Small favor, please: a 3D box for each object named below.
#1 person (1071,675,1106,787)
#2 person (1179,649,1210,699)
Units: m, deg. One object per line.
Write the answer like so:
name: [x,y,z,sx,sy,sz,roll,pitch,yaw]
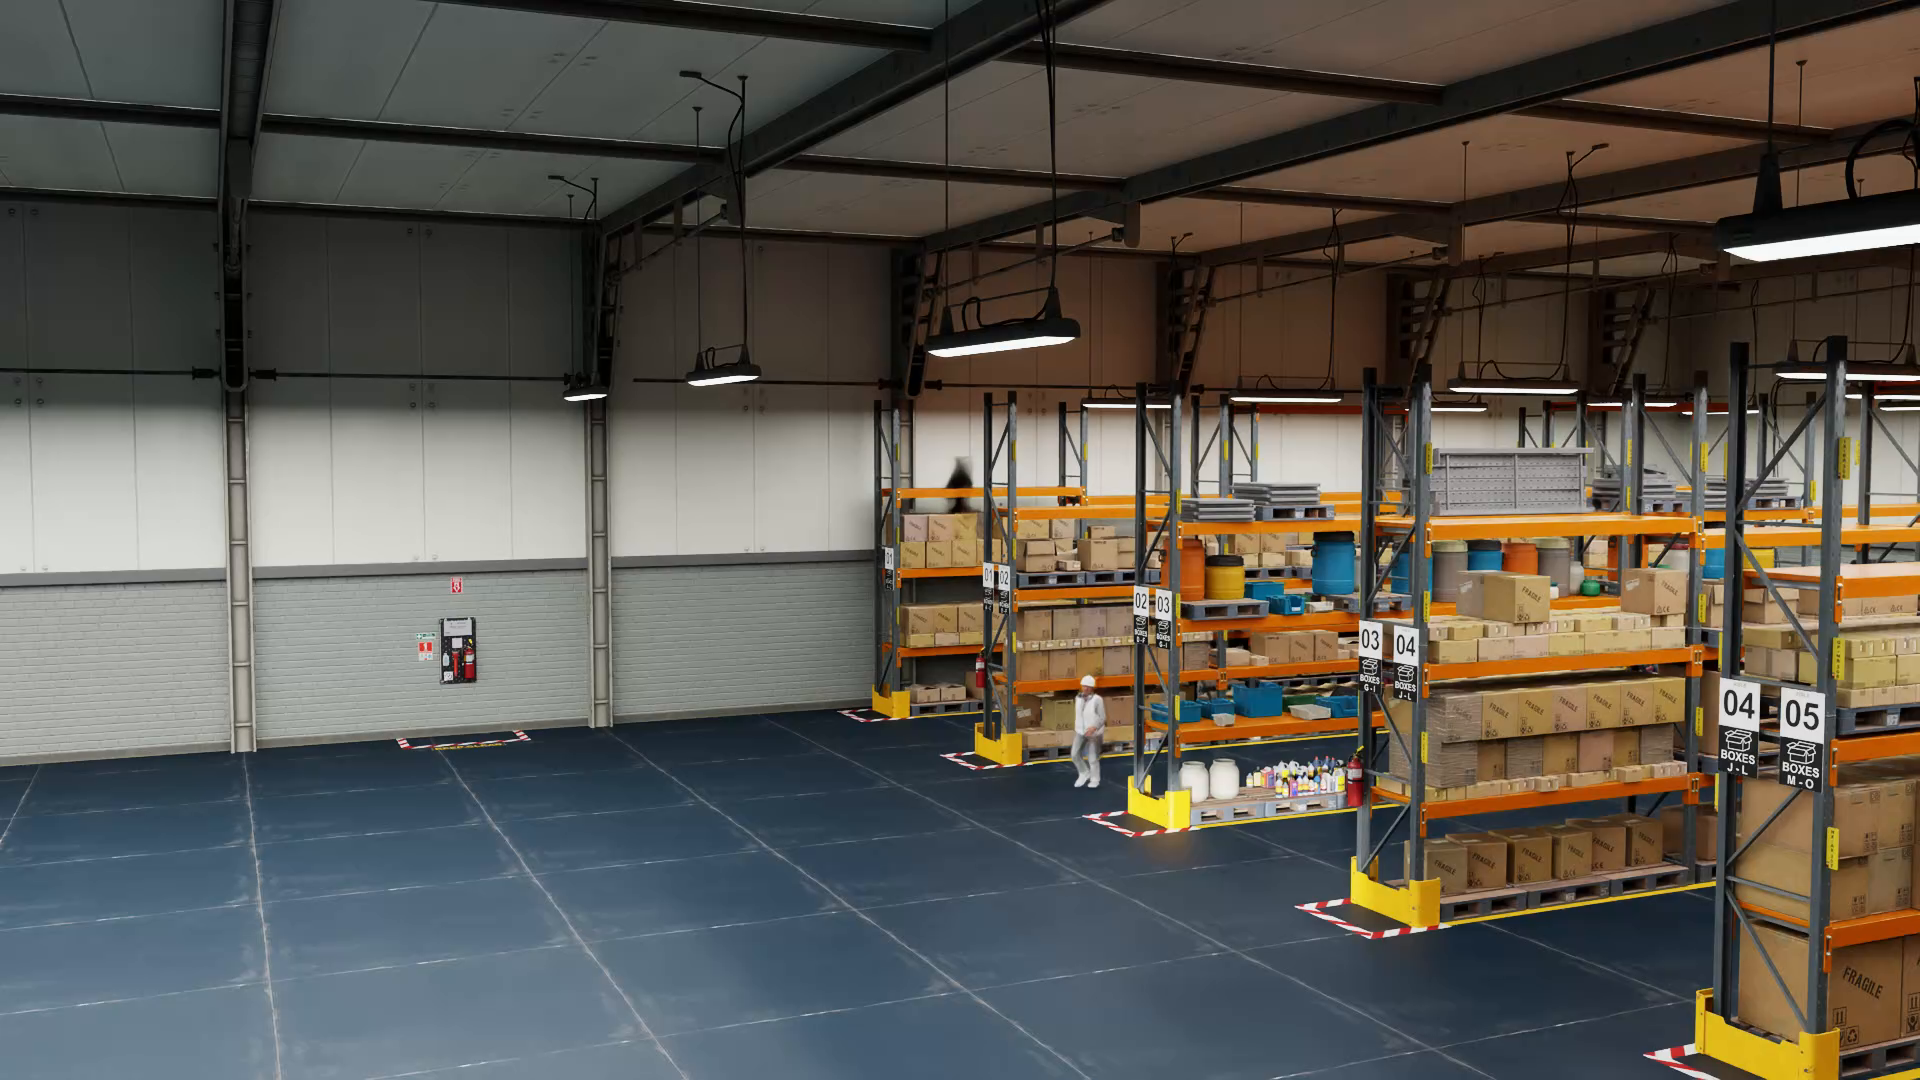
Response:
person: [1.910,2.852,24.645,0.615,1.722,0.829,2,4,28]
person: [4.348,2.427,31.703,0.772,1.766,0.642,-2,4,-27]
